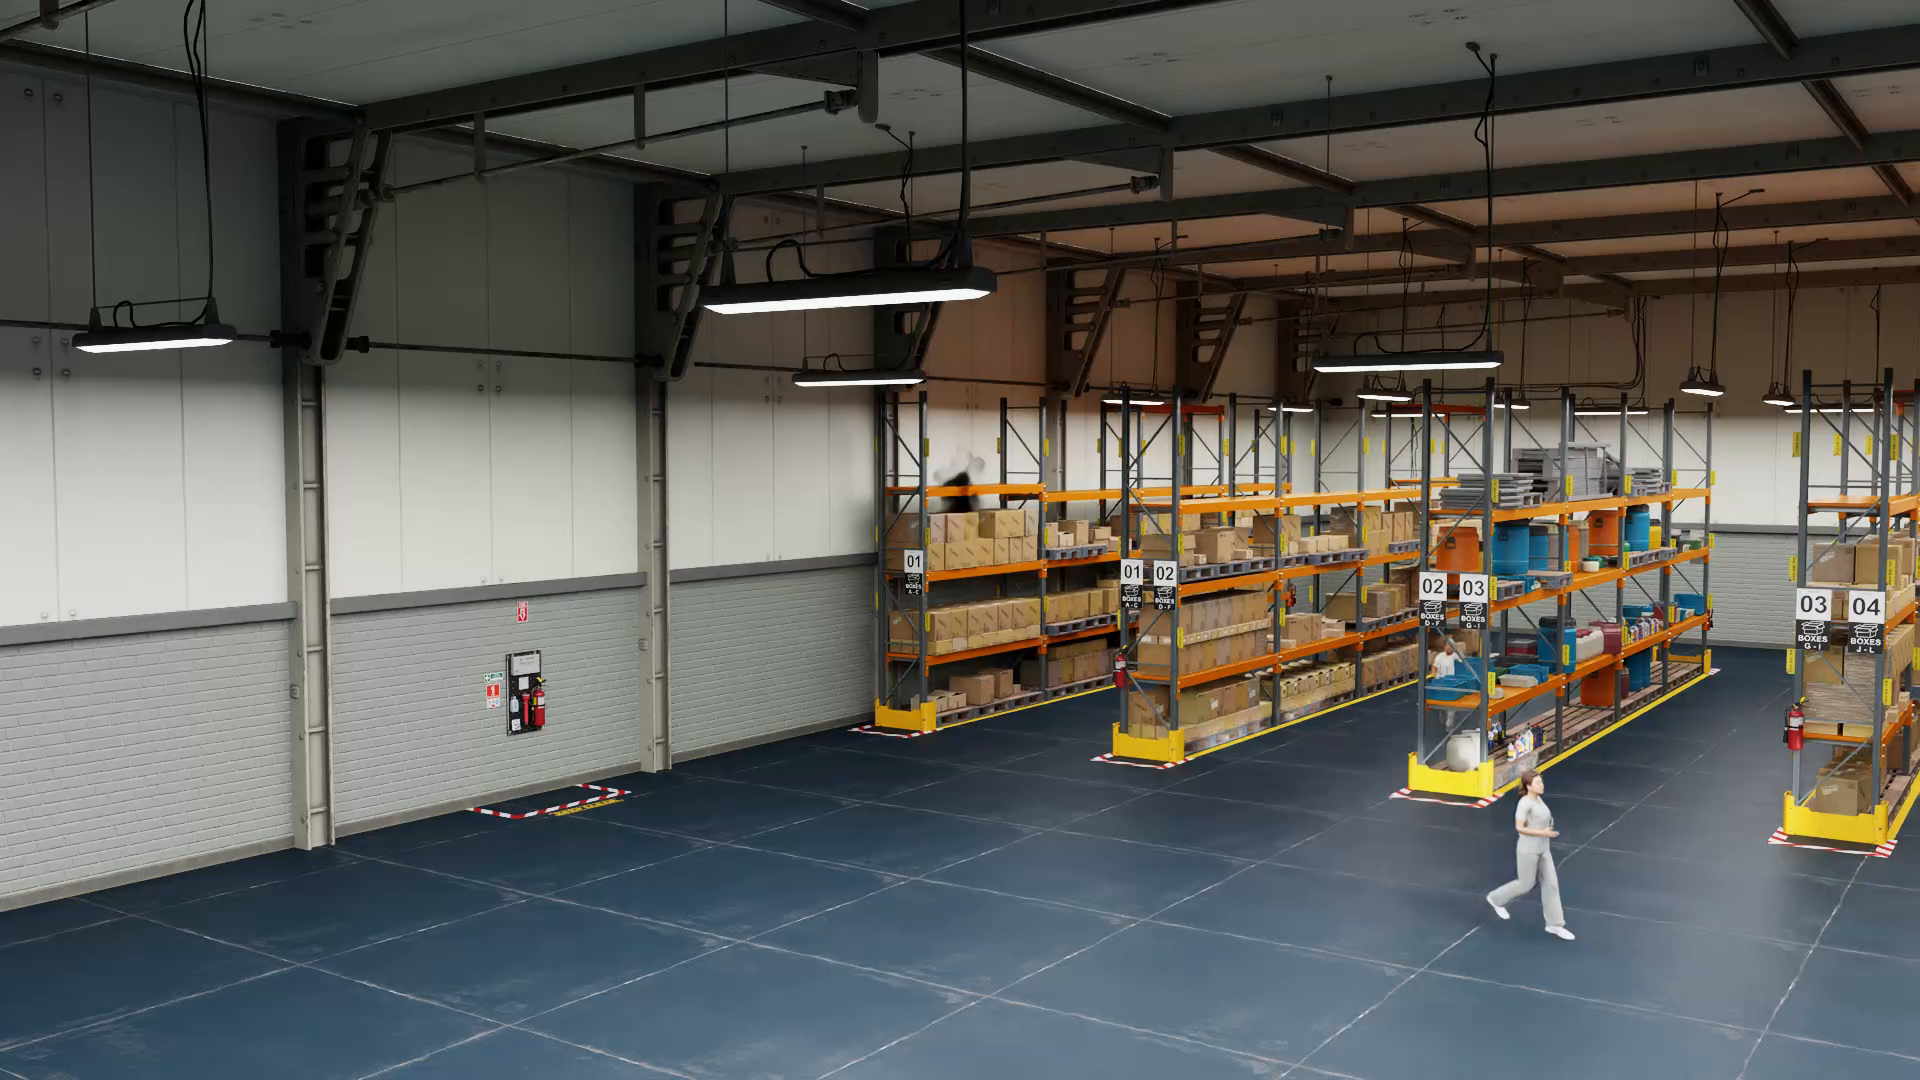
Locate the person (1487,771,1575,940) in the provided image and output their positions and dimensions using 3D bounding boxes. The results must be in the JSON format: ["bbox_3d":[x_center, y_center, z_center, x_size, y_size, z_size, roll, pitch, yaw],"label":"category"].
[{"bbox_3d":[5.879,3.201,17.105,0.569,1.667,0.954,-3,4,-40],"label":"person"}]

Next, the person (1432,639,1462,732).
[{"bbox_3d":[8.627,2.566,29.386,0.607,1.624,0.547,1,3,22],"label":"person"}]
